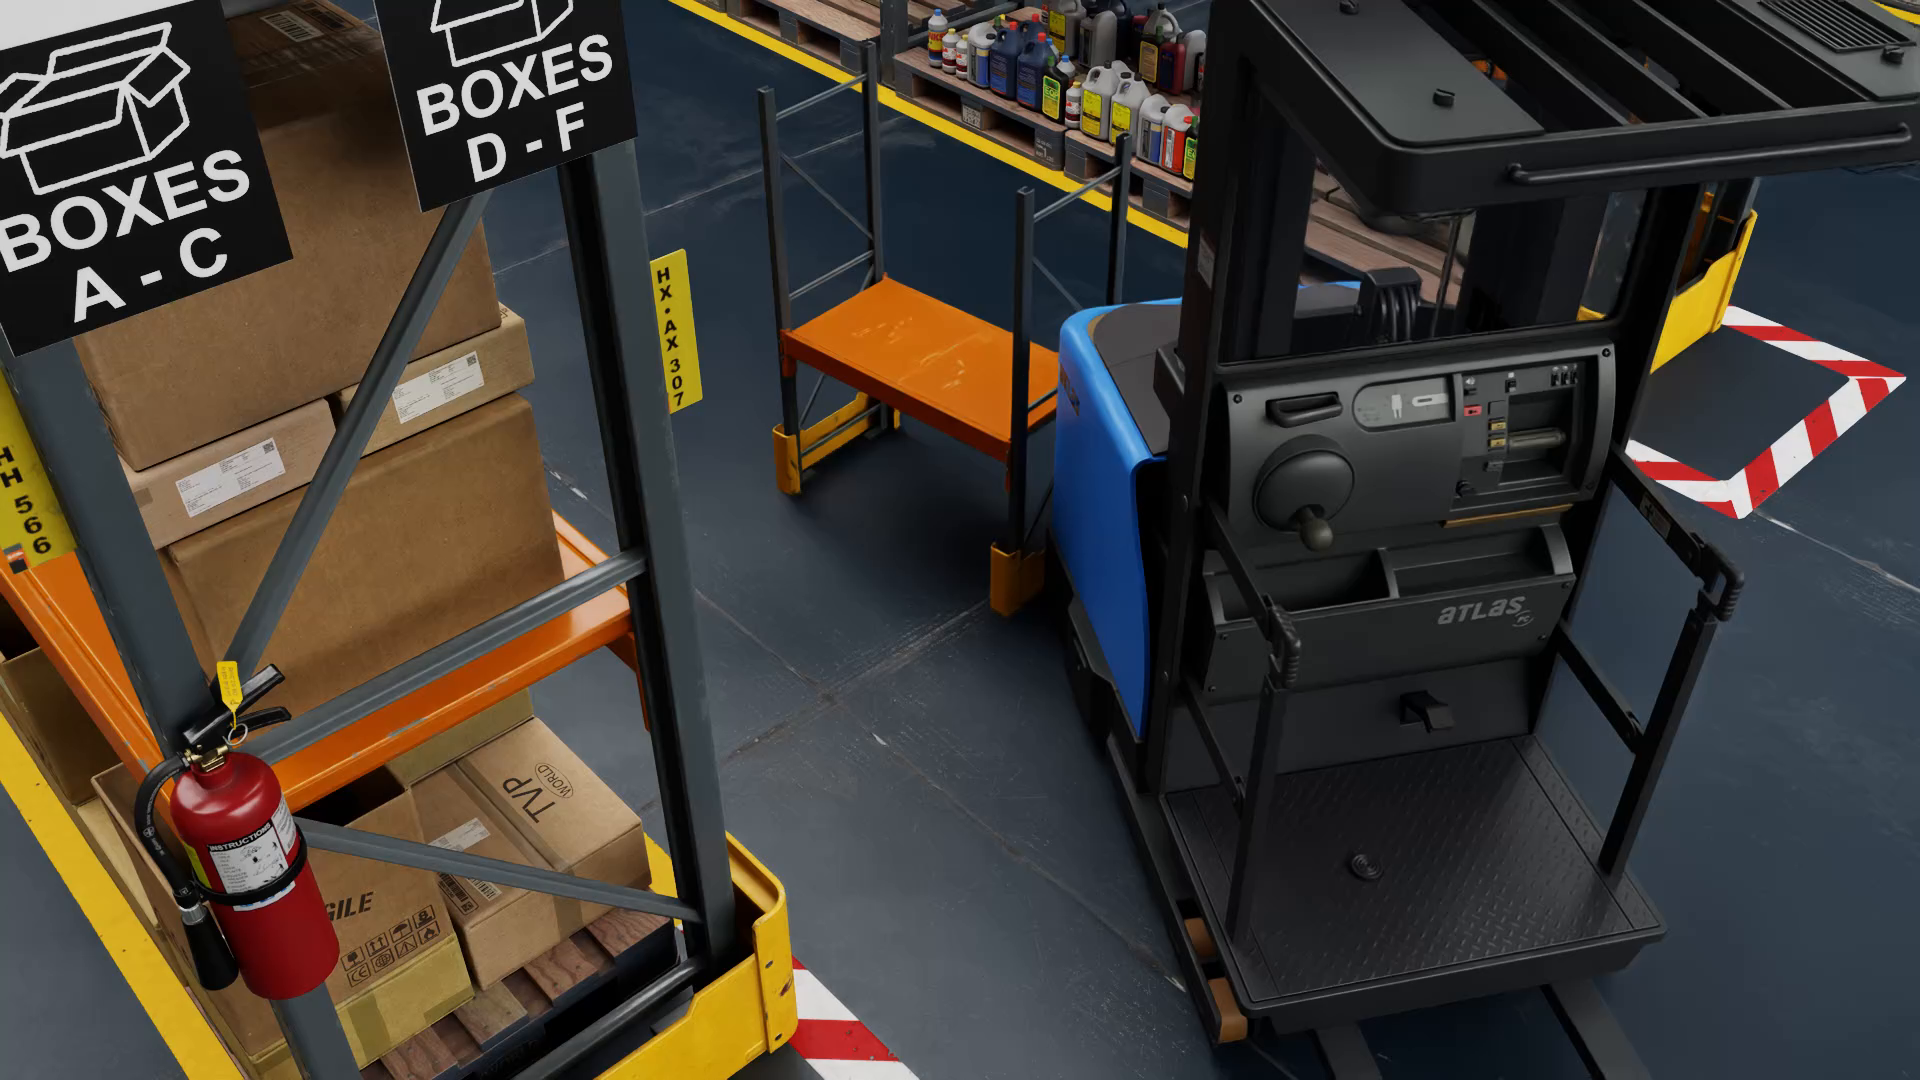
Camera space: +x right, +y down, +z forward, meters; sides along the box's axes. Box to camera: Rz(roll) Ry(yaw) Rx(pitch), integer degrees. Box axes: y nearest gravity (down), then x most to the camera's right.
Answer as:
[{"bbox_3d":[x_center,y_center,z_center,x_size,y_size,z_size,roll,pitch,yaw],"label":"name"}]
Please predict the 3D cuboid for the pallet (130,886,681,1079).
[{"bbox_3d":[-1.495,0.971,4.380,1.003,0.211,1.213,-30,48,-32],"label":"pallet"}]

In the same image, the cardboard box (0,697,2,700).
[{"bbox_3d":[-2.553,0.026,4.587,0.500,0.500,0.500,-30,48,-32],"label":"cardboard box"}]

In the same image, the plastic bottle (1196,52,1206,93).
[{"bbox_3d":[1.202,-2.281,8.064,0.097,0.201,0.097,0,39,0],"label":"plastic bottle"}]

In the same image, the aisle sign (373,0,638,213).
[{"bbox_3d":[-0.677,-0.889,2.395,0.394,0.787,0.004,-30,48,-32],"label":"aisle sign"}]

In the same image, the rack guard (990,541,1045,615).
[{"bbox_3d":[0.313,-0.004,5.556,0.087,0.250,0.587,28,47,30],"label":"rack guard"}]

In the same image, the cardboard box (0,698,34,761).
[{"bbox_3d":[-2.551,0.317,4.825,0.500,0.250,0.500,-30,48,-32],"label":"cardboard box"}]

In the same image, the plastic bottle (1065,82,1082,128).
[{"bbox_3d":[0.541,-2.037,7.762,0.097,0.201,0.097,0,39,0],"label":"plastic bottle"}]

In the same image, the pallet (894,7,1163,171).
[{"bbox_3d":[0.422,-2.319,8.453,1.003,0.211,1.213,-30,48,-32],"label":"pallet"}]

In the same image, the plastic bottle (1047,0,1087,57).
[{"bbox_3d":[0.540,-2.636,8.385,0.144,0.351,0.185,-30,48,-32],"label":"plastic bottle"}]

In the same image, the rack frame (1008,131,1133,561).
[{"bbox_3d":[0.328,-0.482,5.153,0.032,1.500,0.500,28,47,30],"label":"rack frame"}]

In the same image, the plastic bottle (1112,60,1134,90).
[{"bbox_3d":[0.746,-2.085,7.761,0.152,0.276,0.135,-30,48,-32],"label":"plastic bottle"}]

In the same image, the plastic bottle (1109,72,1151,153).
[{"bbox_3d":[0.780,-1.953,7.539,0.144,0.351,0.185,-28,47,-30],"label":"plastic bottle"}]

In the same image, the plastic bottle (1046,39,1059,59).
[{"bbox_3d":[0.426,-2.276,8.003,0.097,0.271,0.097,0,39,0],"label":"plastic bottle"}]

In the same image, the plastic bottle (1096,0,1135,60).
[{"bbox_3d":[0.776,-2.609,8.351,0.185,0.351,0.144,32,49,33],"label":"plastic bottle"}]

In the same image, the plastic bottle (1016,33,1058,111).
[{"bbox_3d":[0.366,-2.236,7.889,0.185,0.351,0.144,32,49,33],"label":"plastic bottle"}]

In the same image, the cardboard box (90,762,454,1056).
[{"bbox_3d":[-1.529,0.715,3.735,0.500,0.500,0.500,-30,48,-32],"label":"cardboard box"}]

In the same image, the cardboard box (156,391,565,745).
[{"bbox_3d":[-1.254,-0.038,3.331,0.700,0.500,0.500,-30,48,-32],"label":"cardboard box"}]

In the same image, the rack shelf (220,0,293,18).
[{"bbox_3d":[-2.300,-1.591,3.517,1.077,0.370,4.000,-30,48,-32],"label":"rack shelf"}]

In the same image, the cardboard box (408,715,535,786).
[{"bbox_3d":[-1.487,0.556,4.529,0.500,0.250,0.500,-30,48,-32],"label":"cardboard box"}]

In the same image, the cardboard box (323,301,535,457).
[{"bbox_3d":[-1.054,-0.342,3.191,0.380,0.149,0.250,-30,48,-32],"label":"cardboard box"}]

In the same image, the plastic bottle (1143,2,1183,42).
[{"bbox_3d":[0.995,-2.459,8.166,0.144,0.351,0.185,-30,48,-32],"label":"plastic bottle"}]

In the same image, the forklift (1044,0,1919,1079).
[{"bbox_3d":[1.089,-0.140,3.590,1.130,2.935,3.031,-8,40,-9],"label":"forklift"}]

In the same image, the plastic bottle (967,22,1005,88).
[{"bbox_3d":[0.130,-2.372,8.118,0.152,0.276,0.135,-28,47,-30],"label":"plastic bottle"}]

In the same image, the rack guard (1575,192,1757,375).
[{"bbox_3d":[2.618,-0.924,6.496,1.175,0.500,0.348,-30,48,-32],"label":"rack guard"}]

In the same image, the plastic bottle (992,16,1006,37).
[{"bbox_3d":[0.208,-2.421,8.172,0.061,0.283,0.133,-30,48,-32],"label":"plastic bottle"}]

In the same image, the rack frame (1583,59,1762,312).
[{"bbox_3d":[2.704,-1.881,5.692,1.000,3.000,0.127,-30,48,-32],"label":"rack frame"}]

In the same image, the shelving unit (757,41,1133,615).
[{"bbox_3d":[-0.065,-0.694,5.415,1.083,1.500,0.587,28,47,30],"label":"shelving unit"}]

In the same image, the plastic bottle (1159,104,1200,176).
[{"bbox_3d":[0.989,-1.785,7.390,0.152,0.276,0.135,-30,47,-31],"label":"plastic bottle"}]

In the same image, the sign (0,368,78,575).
[{"bbox_3d":[-1.356,-0.096,2.372,0.100,0.325,0.005,-30,48,-32],"label":"sign"}]

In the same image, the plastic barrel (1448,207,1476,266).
[{"bbox_3d":[2.202,-1.349,6.679,0.421,0.512,0.421,0,39,0],"label":"plastic barrel"}]

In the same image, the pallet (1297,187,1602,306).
[{"bbox_3d":[2.072,-1.190,7.055,1.003,0.211,1.213,-30,48,-32],"label":"pallet"}]

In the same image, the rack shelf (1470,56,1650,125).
[{"bbox_3d":[1.351,-2.527,7.064,1.077,0.370,4.000,-30,48,-32],"label":"rack shelf"}]

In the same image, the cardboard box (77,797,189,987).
[{"bbox_3d":[-1.875,0.779,4.252,0.500,0.250,0.500,-30,48,-32],"label":"cardboard box"}]

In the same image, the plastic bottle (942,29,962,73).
[{"bbox_3d":[-0.040,-2.434,8.254,0.097,0.201,0.097,0,39,0],"label":"plastic bottle"}]

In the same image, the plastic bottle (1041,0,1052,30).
[{"bbox_3d":[0.473,-2.780,8.681,0.097,0.201,0.097,0,39,0],"label":"plastic bottle"}]

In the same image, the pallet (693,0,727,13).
[{"bbox_3d":[-1.391,-3.559,9.989,1.003,0.211,1.213,-30,48,-32],"label":"pallet"}]

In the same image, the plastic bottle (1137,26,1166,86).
[{"bbox_3d":[0.937,-2.378,8.118,0.061,0.283,0.133,-30,48,-32],"label":"plastic bottle"}]

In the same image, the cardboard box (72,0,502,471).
[{"bbox_3d":[-1.289,-0.568,2.953,0.700,0.500,0.500,-30,48,-32],"label":"cardboard box"}]
